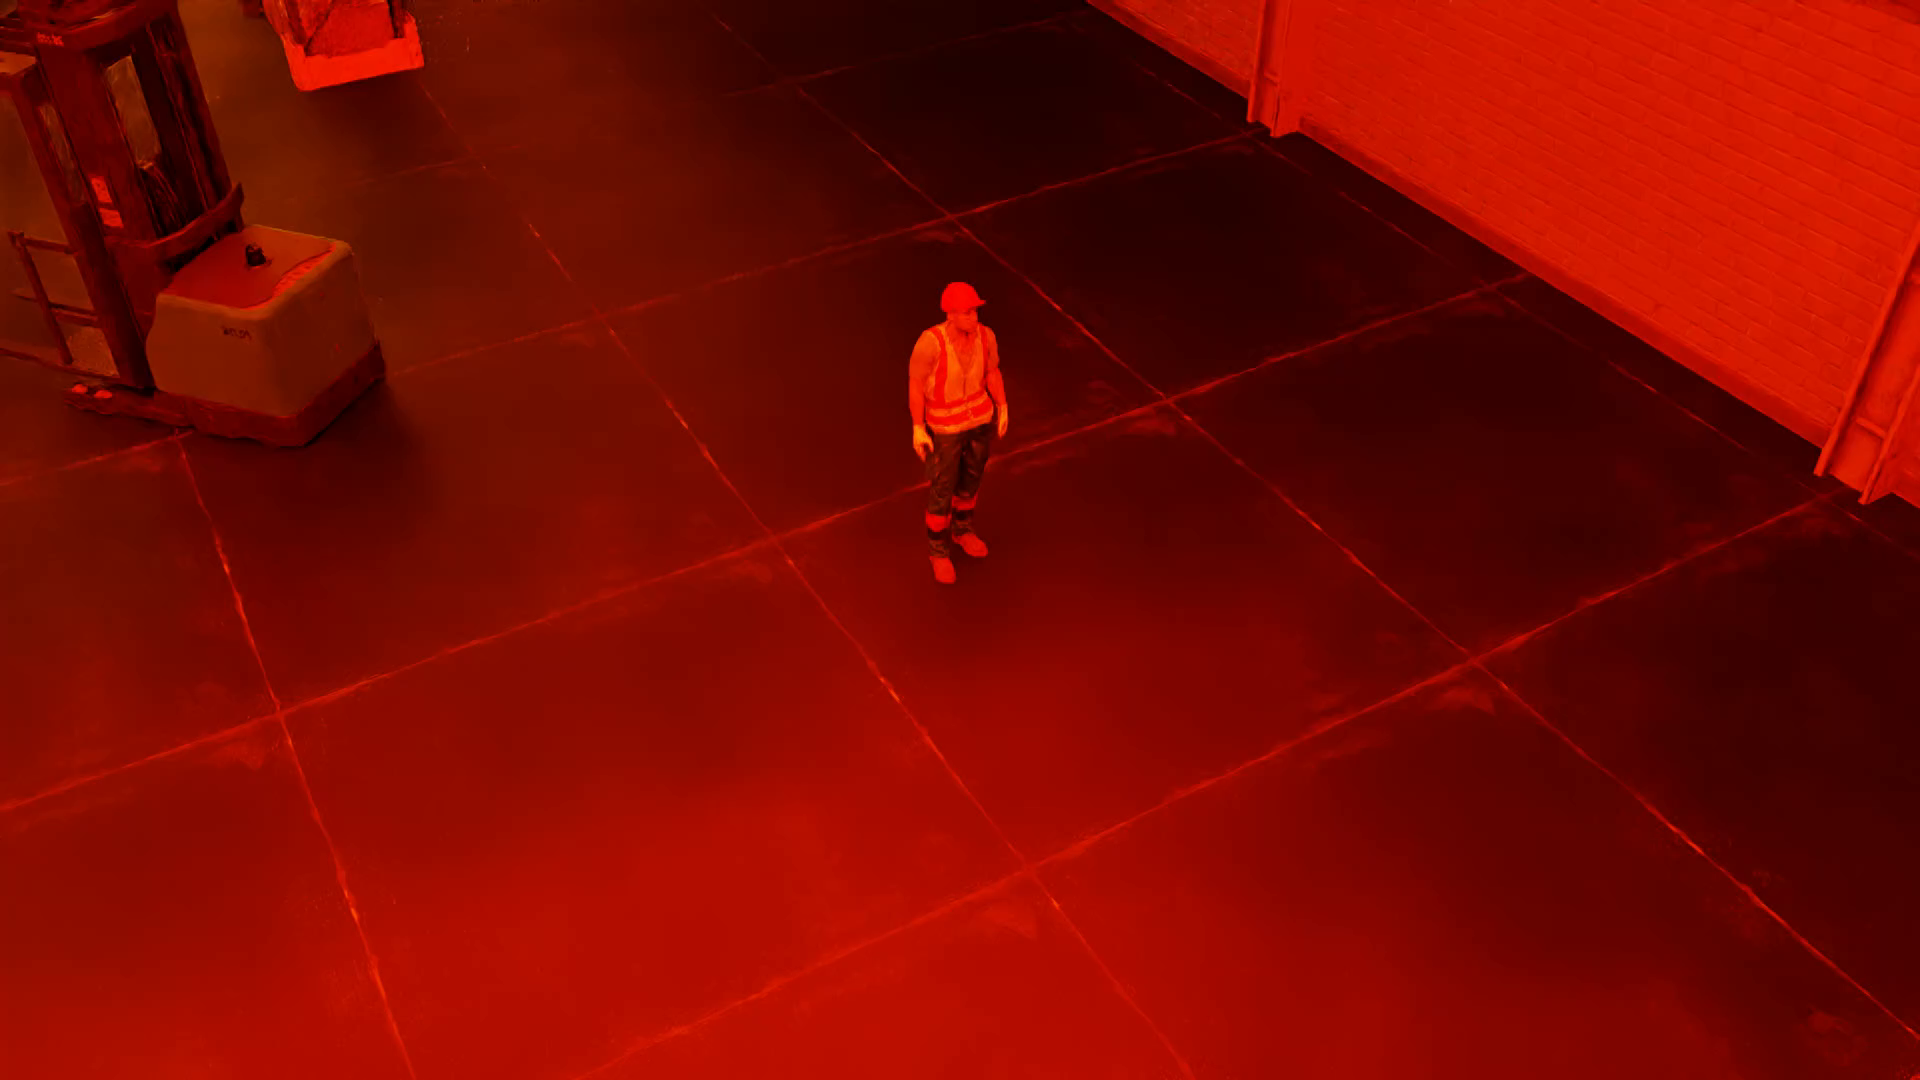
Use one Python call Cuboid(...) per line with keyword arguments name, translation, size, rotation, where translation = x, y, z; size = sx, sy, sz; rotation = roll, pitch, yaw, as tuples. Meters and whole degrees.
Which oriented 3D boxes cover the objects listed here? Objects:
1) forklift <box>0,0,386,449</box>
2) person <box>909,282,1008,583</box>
Cuboid(name="forklift", translation=(-5.601, -2.294, 10.802), size=(3.031, 2.935, 1.130), rotation=(12, 41, 14))
Cuboid(name="person", translation=(0.031, -0.644, 9.700), size=(0.637, 1.783, 0.563), rotation=(-20, 44, -23))
